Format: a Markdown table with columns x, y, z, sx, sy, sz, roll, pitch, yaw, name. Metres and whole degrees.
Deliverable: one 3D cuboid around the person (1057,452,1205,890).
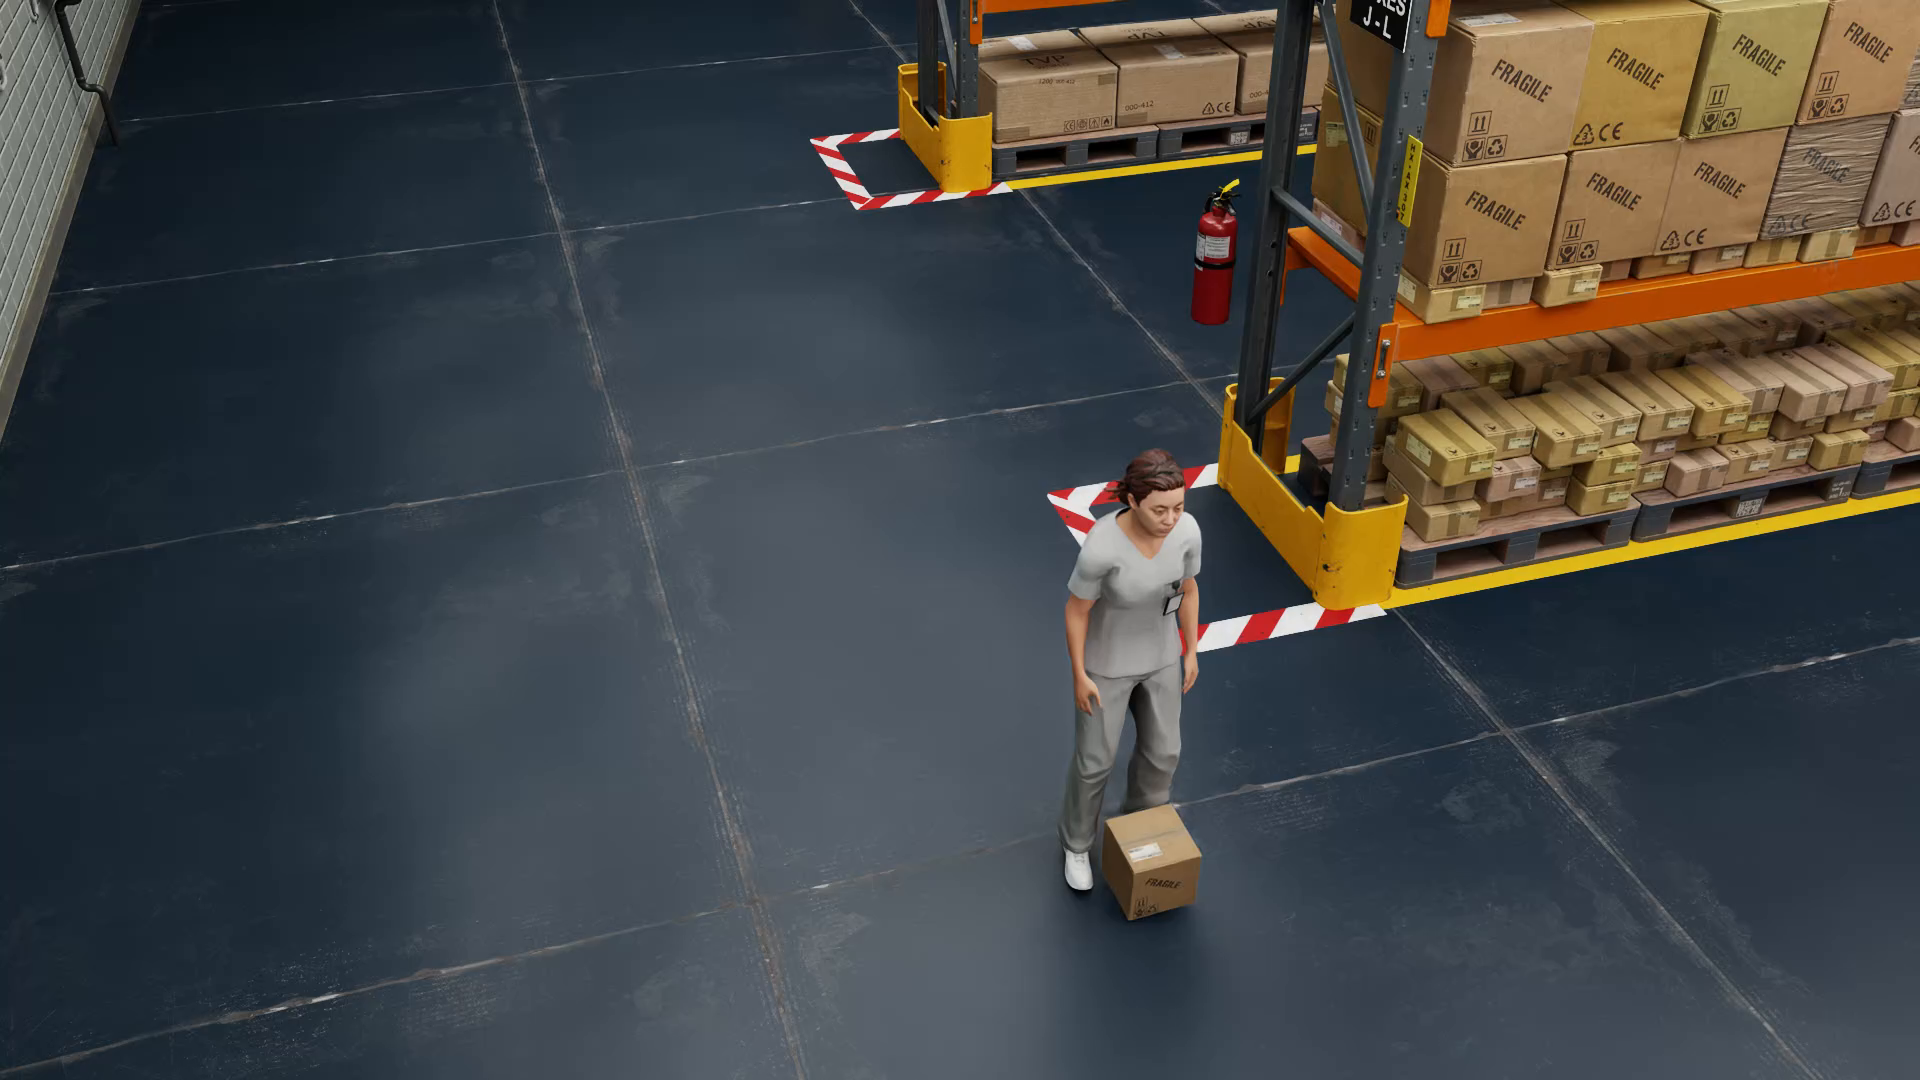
| x | y | z | sx | sy | sz | roll | pitch | yaw | name |
| --- | --- | --- | --- | --- | --- | --- | --- | --- | --- |
| 0.583 | 0.441 | 5.508 | 0.494 | 1.653 | 0.405 | -10 | 35 | -15 | person |
